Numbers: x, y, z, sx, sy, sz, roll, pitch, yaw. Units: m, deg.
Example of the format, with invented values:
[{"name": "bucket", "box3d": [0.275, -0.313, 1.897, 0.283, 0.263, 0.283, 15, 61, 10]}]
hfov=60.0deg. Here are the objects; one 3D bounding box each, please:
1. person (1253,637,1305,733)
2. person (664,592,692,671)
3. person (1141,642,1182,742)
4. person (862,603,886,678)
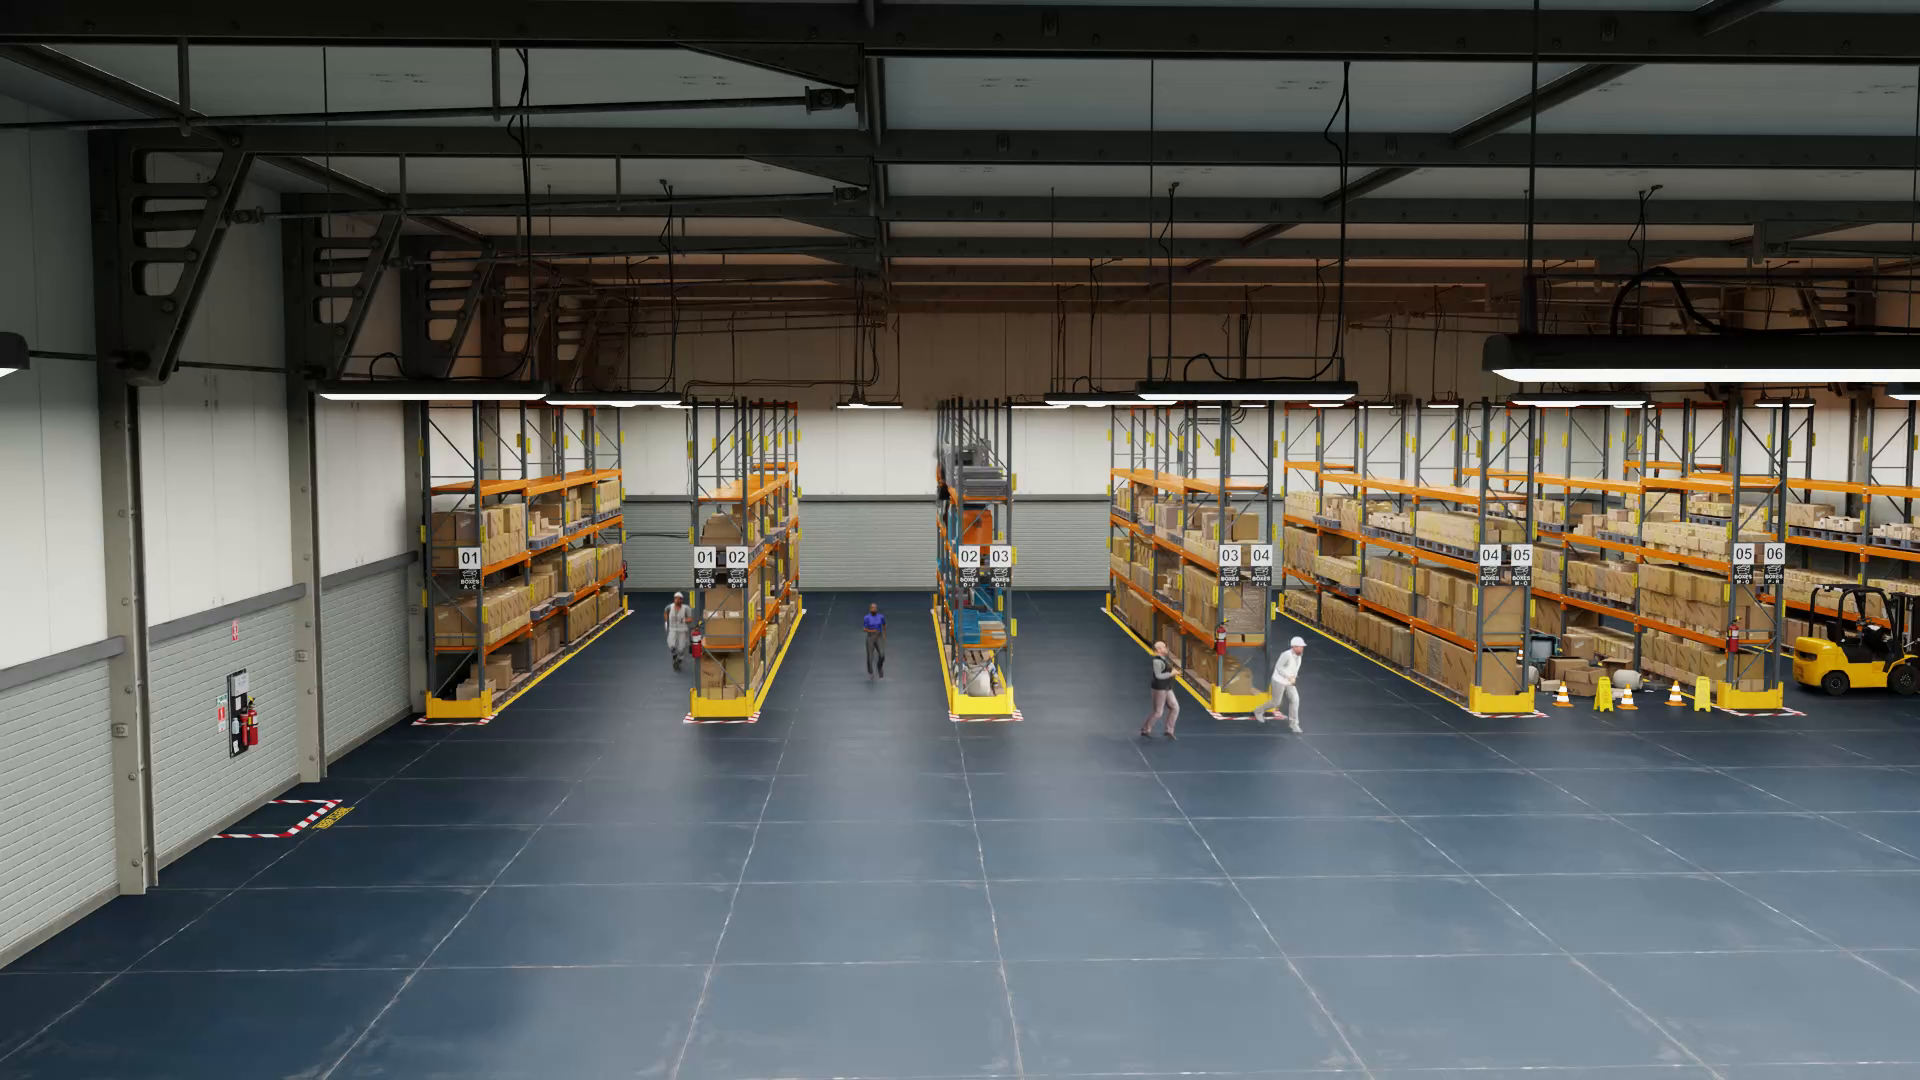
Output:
[{"name": "person", "box3d": [5.773, 2.576, 29.977, 1.035, 1.734, 0.693, 4, 6, 39]}, {"name": "person", "box3d": [-6.195, 2.015, 36.518, 0.647, 1.750, 0.735, 0, 4, -3]}, {"name": "person", "box3d": [3.500, 2.638, 28.799, 0.726, 1.770, 0.636, 2, 5, 24]}, {"name": "person", "box3d": [-1.800, 2.156, 35.527, 0.569, 1.627, 0.655, -1, 5, -16]}]
